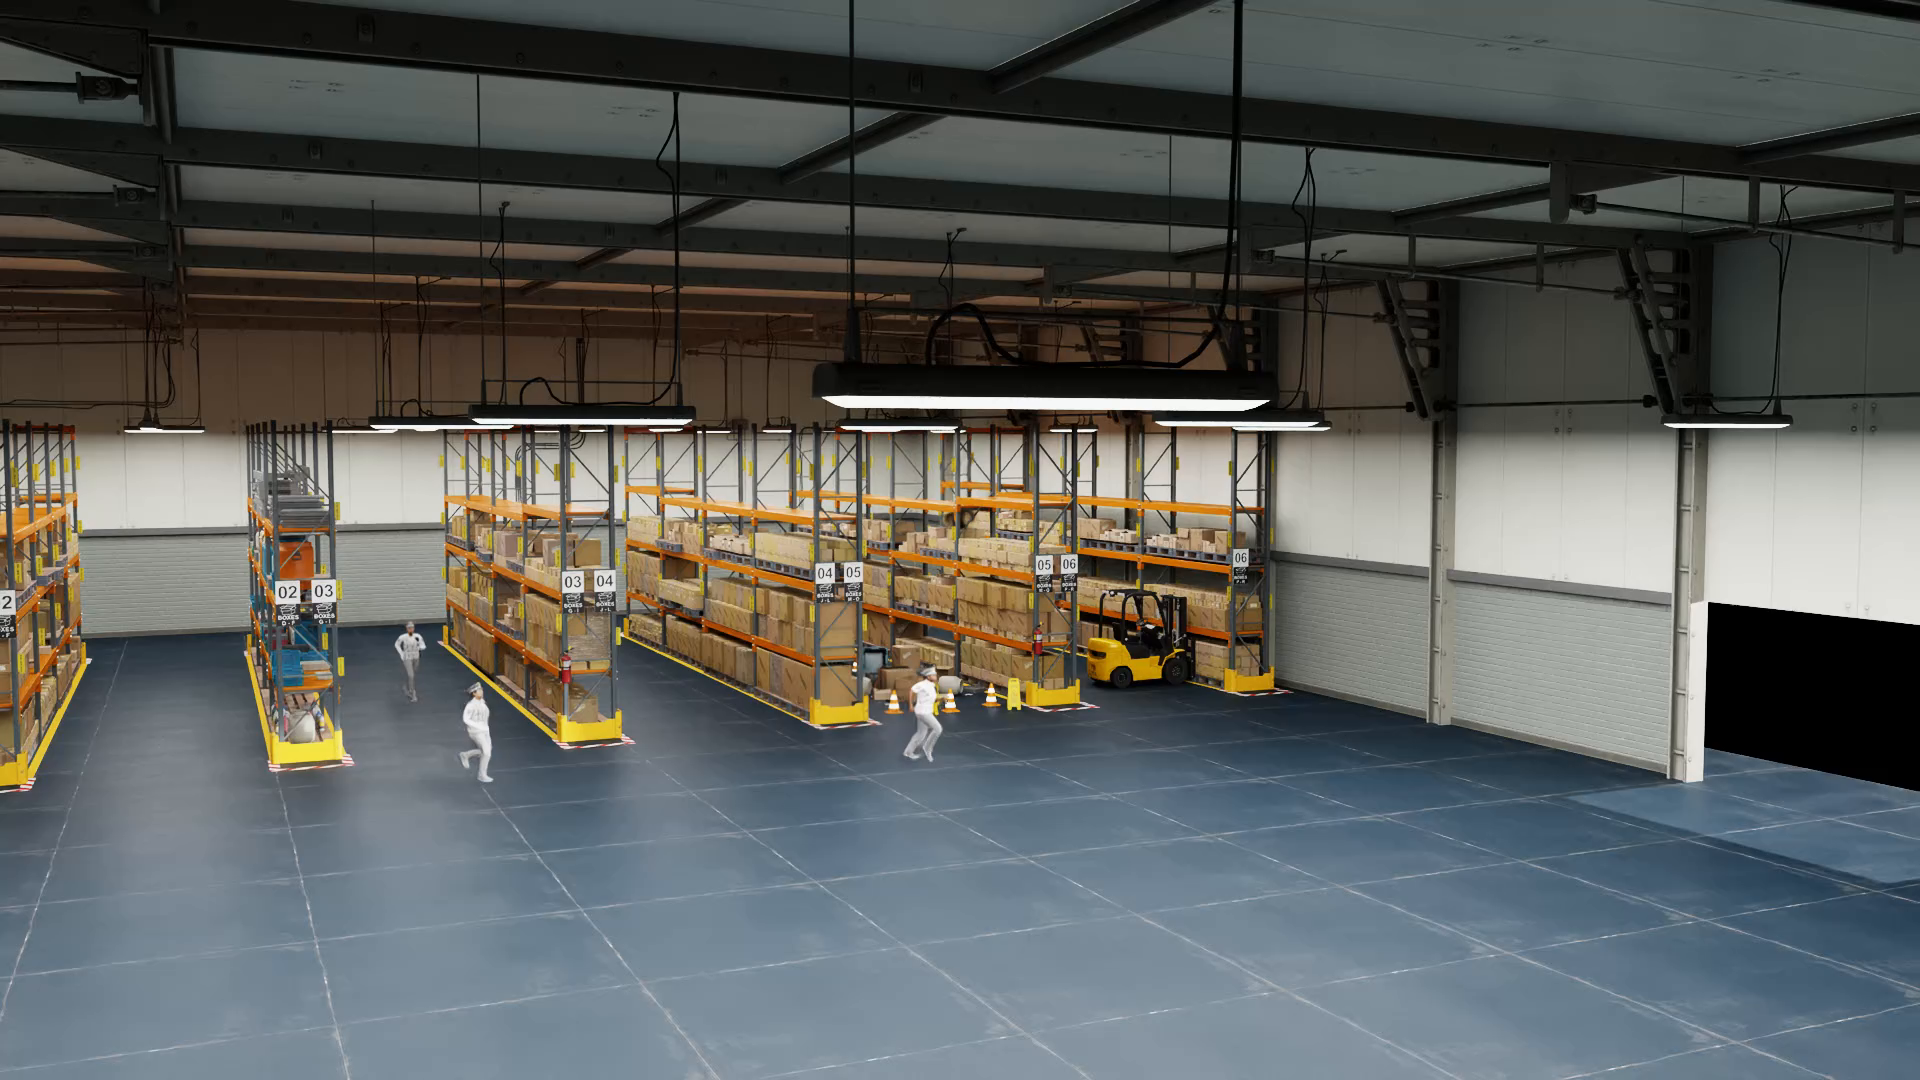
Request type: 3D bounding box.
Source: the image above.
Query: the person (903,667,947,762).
[{"bbox_3d":[-0.619,3.056,29.199,0.797,1.673,0.603,1,4,16],"label":"person"}]

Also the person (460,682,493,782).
[{"bbox_3d":[-8.039,3.182,27.614,0.586,1.659,0.649,1,4,8],"label":"person"}]

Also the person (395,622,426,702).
[{"bbox_3d":[-11.908,2.619,36.123,0.592,1.730,0.858,-3,4,-37],"label":"person"}]
